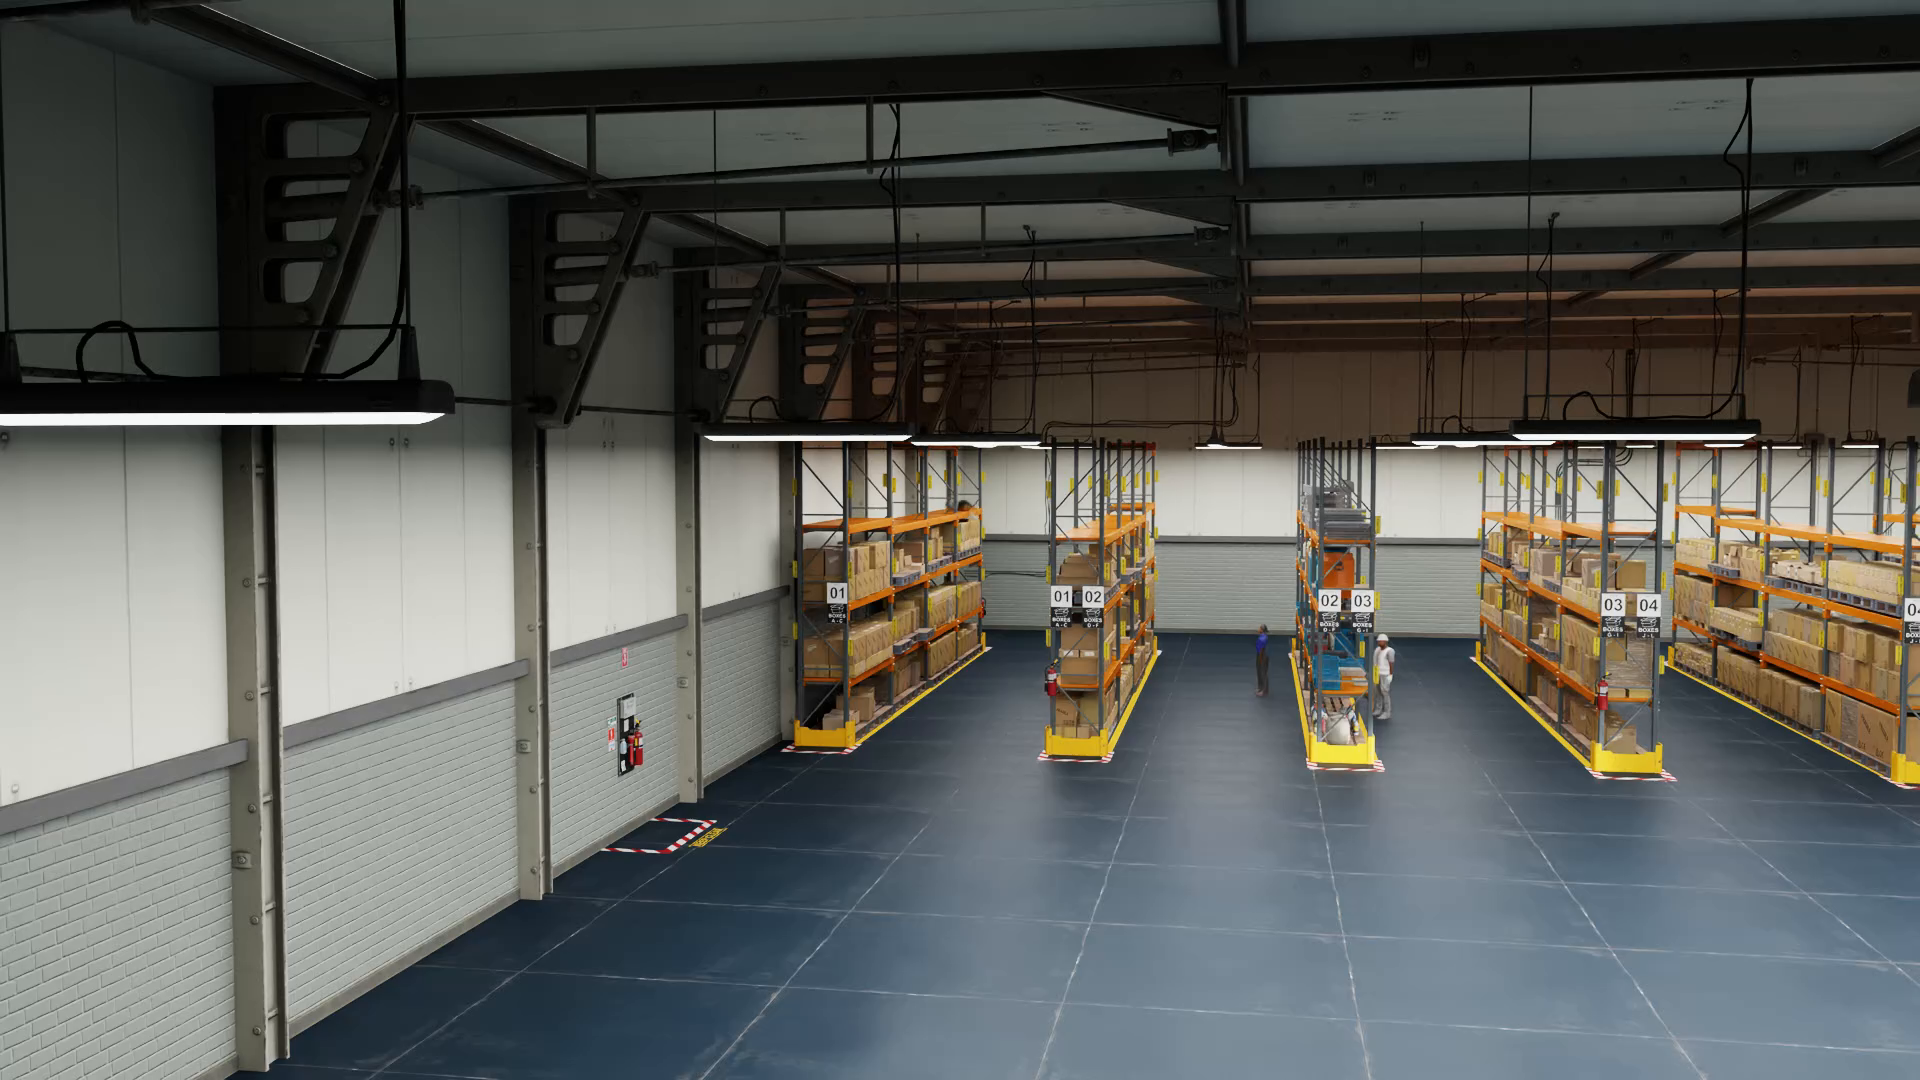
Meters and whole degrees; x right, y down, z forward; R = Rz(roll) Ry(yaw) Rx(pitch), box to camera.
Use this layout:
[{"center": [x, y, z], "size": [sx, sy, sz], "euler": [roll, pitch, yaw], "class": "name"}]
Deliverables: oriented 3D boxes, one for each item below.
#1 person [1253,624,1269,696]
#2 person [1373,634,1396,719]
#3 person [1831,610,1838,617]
[{"center": [7.103, 2.820, 39.188], "size": [0.335, 1.652, 0.476], "euler": [0, 3, -2], "class": "person"}, {"center": [9.104, 2.939, 35.961], "size": [0.463, 1.803, 0.608], "euler": [-1, 3, -22], "class": "person"}, {"center": [23.886, 2.435, 45.527], "size": [0.718, 1.738, 0.557], "euler": [0, 3, -4], "class": "person"}]
